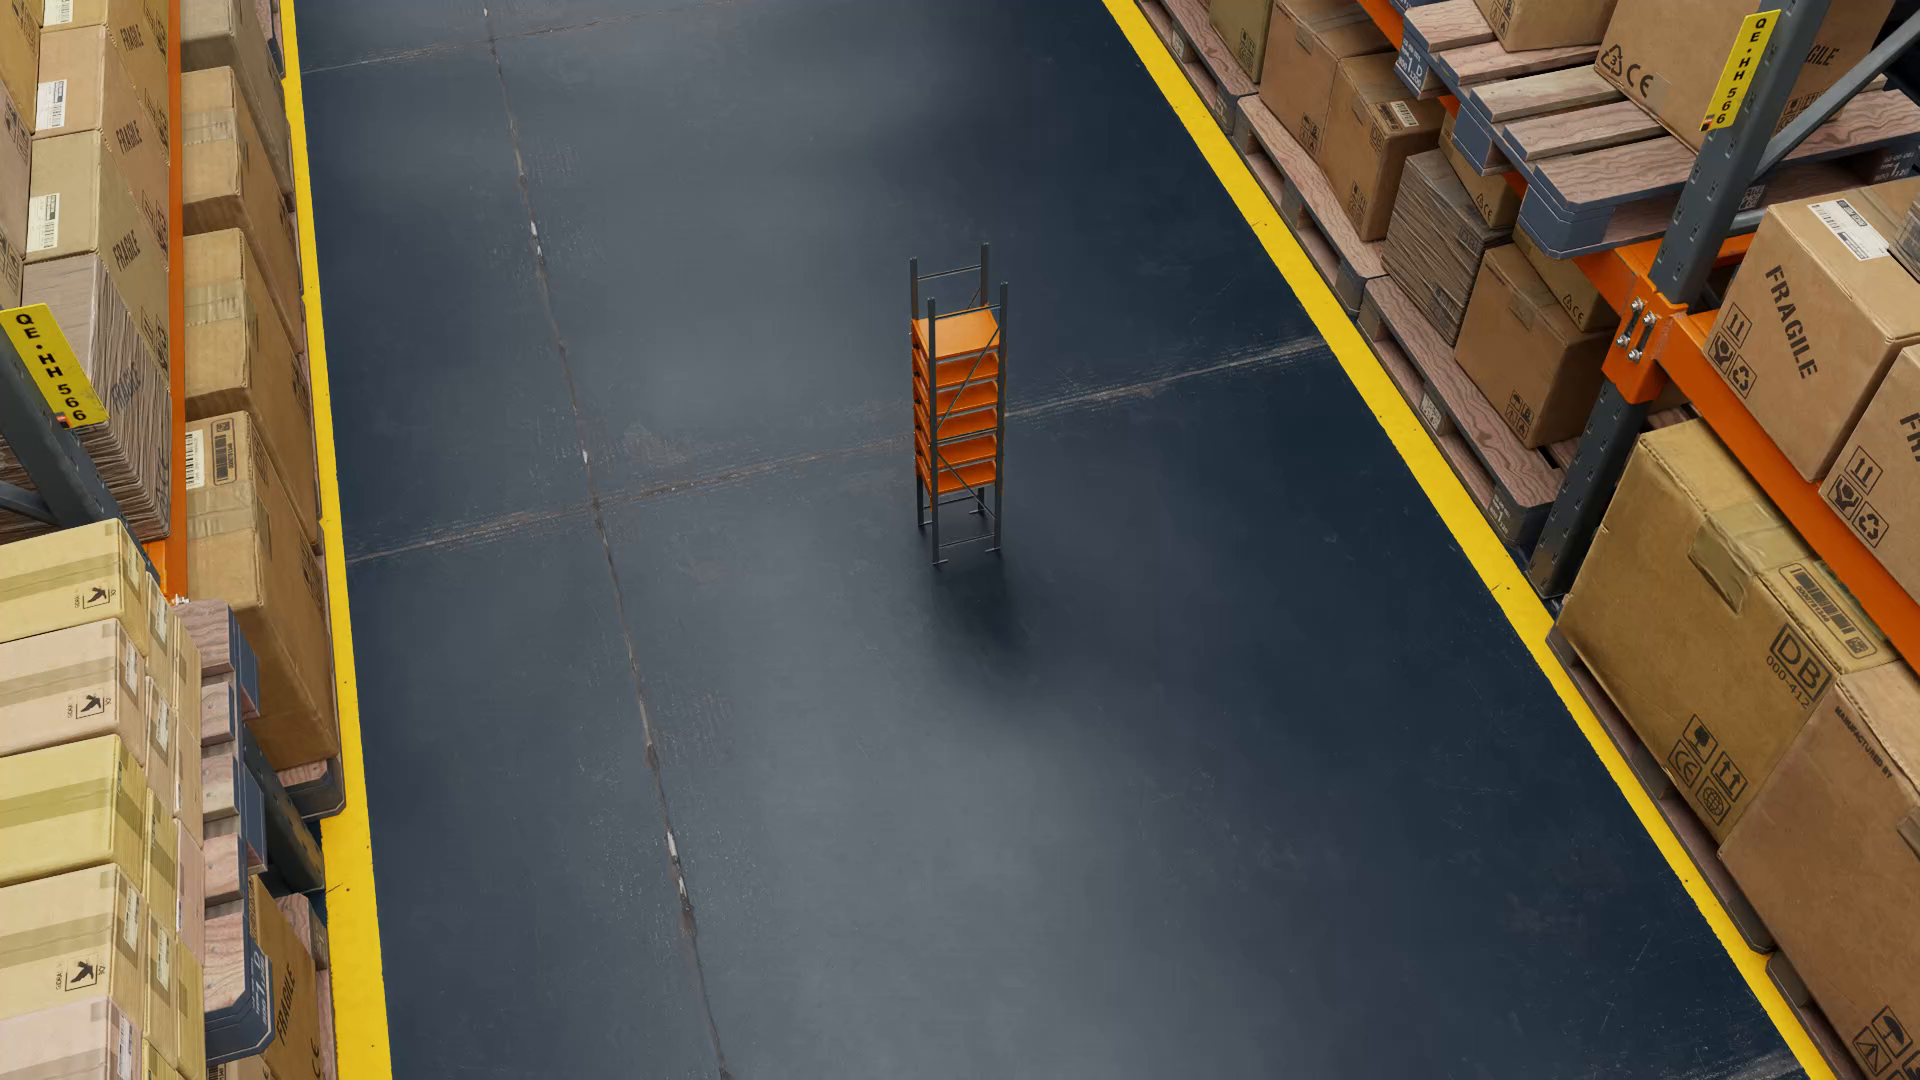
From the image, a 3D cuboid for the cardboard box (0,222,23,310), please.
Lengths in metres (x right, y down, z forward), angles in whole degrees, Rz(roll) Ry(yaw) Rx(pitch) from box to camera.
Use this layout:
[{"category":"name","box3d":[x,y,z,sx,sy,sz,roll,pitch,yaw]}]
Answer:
[{"category":"cardboard box","box3d":[-2.480,-0.556,3.537,0.700,0.500,0.500,-14,51,-11]}]

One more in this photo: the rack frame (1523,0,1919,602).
[{"category":"rack frame","box3d":[2.411,-0.919,4.562,1.000,3.000,0.127,-13,51,-11]}]

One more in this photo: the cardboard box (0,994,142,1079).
[{"category":"cardboard box","box3d":[-1.476,0.884,2.543,0.380,0.149,0.250,-13,51,-11]}]

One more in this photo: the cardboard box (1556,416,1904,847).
[{"category":"cardboard box","box3d":[2.595,0.140,4.785,1.225,0.875,0.875,-15,52,-13]}]

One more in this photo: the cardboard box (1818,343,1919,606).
[{"category":"cardboard box","box3d":[2.450,-0.158,3.856,0.500,0.500,0.500,-15,51,-12]}]

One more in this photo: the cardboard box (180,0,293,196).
[{"category":"cardboard box","box3d":[-3.270,-1.770,6.477,1.050,0.750,0.750,-14,51,-11]}]

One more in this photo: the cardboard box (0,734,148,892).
[{"category":"cardboard box","box3d":[-1.624,0.512,2.857,0.380,0.149,0.250,-12,51,-10]}]

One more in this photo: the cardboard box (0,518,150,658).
[{"category":"cardboard box","box3d":[-1.774,0.137,3.173,0.380,0.149,0.250,-15,52,-12]}]

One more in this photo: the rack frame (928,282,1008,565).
[{"category":"rack frame","box3d":[0.023,-0.330,5.244,0.240,1.200,0.006,-13,51,-11]}]

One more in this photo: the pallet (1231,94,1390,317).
[{"category":"pallet","box3d":[1.824,-1.480,6.860,1.003,0.211,1.213,-13,51,-11]}]

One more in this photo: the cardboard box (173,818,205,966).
[{"category":"cardboard box","box3d":[-1.624,0.701,3.087,0.380,0.149,0.250,-13,51,-10]}]

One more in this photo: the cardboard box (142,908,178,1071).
[{"category":"cardboard box","box3d":[-1.542,0.806,2.804,0.380,0.149,0.250,-13,51,-11]}]

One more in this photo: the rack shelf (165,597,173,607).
[{"category":"rack shelf","box3d":[-1.765,1.822,2.723,1.077,0.370,4.000,-13,51,-11]}]

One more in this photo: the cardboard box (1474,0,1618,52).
[{"category":"cardboard box","box3d":[1.953,-1.857,5.013,0.700,0.500,0.500,-7,50,-6]}]

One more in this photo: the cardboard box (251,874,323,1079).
[{"category":"cardboard box","box3d":[-1.913,1.221,4.119,0.500,0.500,0.500,-14,51,-11]}]

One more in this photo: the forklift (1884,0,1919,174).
[{"category":"forklift","box3d":[3.821,-3.407,6.705,1.130,2.935,3.031,-13,51,-10]}]

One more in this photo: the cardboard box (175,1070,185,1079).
[{"category":"cardboard box","box3d":[-1.472,1.080,2.768,0.380,0.149,0.250,-15,52,-13]}]

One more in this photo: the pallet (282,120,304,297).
[{"category":"pallet","box3d":[-3.240,-1.347,6.748,1.003,0.211,1.213,-13,51,-11]}]

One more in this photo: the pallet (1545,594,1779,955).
[{"category":"pallet","box3d":[2.572,0.573,5.129,1.003,0.211,1.213,-13,51,-11]}]

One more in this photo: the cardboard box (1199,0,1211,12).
[{"category":"cardboard box","box3d":[1.389,-2.723,7.431,0.700,0.500,0.500,-17,52,-14]}]

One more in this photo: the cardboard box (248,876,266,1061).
[{"category":"cardboard box","box3d":[-1.904,0.998,3.817,0.500,0.250,0.500,-14,51,-12]}]

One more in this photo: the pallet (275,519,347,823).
[{"category":"pallet","box3d":[-2.518,0.435,5.245,1.003,0.211,1.213,-13,51,-11]}]

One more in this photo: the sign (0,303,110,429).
[{"category":"sign","box3d":[-1.841,-0.348,3.376,0.100,0.325,0.005,-13,51,-11]}]

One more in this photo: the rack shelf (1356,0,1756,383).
[{"category":"rack shelf","box3d":[1.820,-2.147,6.069,1.077,0.370,4.000,-13,51,-11]}]

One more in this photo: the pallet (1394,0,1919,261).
[{"category":"pallet","box3d":[2.099,-1.353,5.054,1.213,0.211,1.003,-13,51,-11]}]

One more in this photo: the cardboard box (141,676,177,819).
[{"category":"cardboard box","box3d":[-1.695,0.431,3.120,0.380,0.149,0.250,-12,51,-10]}]

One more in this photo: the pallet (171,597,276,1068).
[{"category":"pallet","box3d":[-2.044,0.687,3.334,1.213,0.211,1.003,-13,51,-11]}]

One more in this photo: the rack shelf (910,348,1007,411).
[{"category":"rack shelf","box3d":[-0.004,-0.523,5.151,0.258,0.103,0.180,-13,51,-11]}]

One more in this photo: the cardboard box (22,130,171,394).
[{"category":"cardboard box","box3d":[-2.385,-0.663,4.281,0.500,0.500,0.500,-14,51,-11]}]

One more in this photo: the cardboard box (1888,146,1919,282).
[{"category":"cardboard box","box3d":[2.612,-0.736,3.687,0.797,0.503,0.637,-12,51,-10]}]

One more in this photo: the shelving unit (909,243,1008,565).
[{"category":"shelving unit","box3d":[-0.004,-0.397,5.300,0.258,1.200,0.189,-13,51,-11]}]

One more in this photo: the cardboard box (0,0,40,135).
[{"category":"cardboard box","box3d":[-2.785,-1.299,4.164,0.700,0.500,0.500,-14,51,-12]}]

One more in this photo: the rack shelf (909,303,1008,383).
[{"category":"rack shelf","box3d":[-0.004,-0.601,5.059,0.258,0.103,0.180,-13,51,-11]}]

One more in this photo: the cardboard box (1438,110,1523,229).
[{"category":"cardboard box","box3d":[2.018,-1.364,5.795,0.500,0.250,0.500,-8,50,-7]}]

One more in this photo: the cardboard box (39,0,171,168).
[{"category":"cardboard box","box3d":[-2.679,-1.396,4.899,0.500,0.500,0.500,-14,51,-11]}]

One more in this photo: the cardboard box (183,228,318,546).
[{"category":"cardboard box","box3d":[-2.713,-0.384,5.309,1.050,0.750,0.750,-13,51,-10]}]

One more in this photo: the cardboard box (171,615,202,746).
[{"category":"cardboard box","box3d":[-1.772,0.331,3.399,0.380,0.149,0.250,-13,51,-10]}]

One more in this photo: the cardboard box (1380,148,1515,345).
[{"category":"cardboard box","box3d":[2.018,-1.142,6.098,0.700,0.500,0.500,-17,52,-14]}]

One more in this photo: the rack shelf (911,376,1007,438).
[{"category":"rack shelf","box3d":[-0.004,-0.446,5.242,0.258,0.103,0.180,-13,51,-11]}]

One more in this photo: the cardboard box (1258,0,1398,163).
[{"category":"cardboard box","box3d":[1.678,-1.962,6.789,0.700,0.500,0.500,-17,52,-14]}]
